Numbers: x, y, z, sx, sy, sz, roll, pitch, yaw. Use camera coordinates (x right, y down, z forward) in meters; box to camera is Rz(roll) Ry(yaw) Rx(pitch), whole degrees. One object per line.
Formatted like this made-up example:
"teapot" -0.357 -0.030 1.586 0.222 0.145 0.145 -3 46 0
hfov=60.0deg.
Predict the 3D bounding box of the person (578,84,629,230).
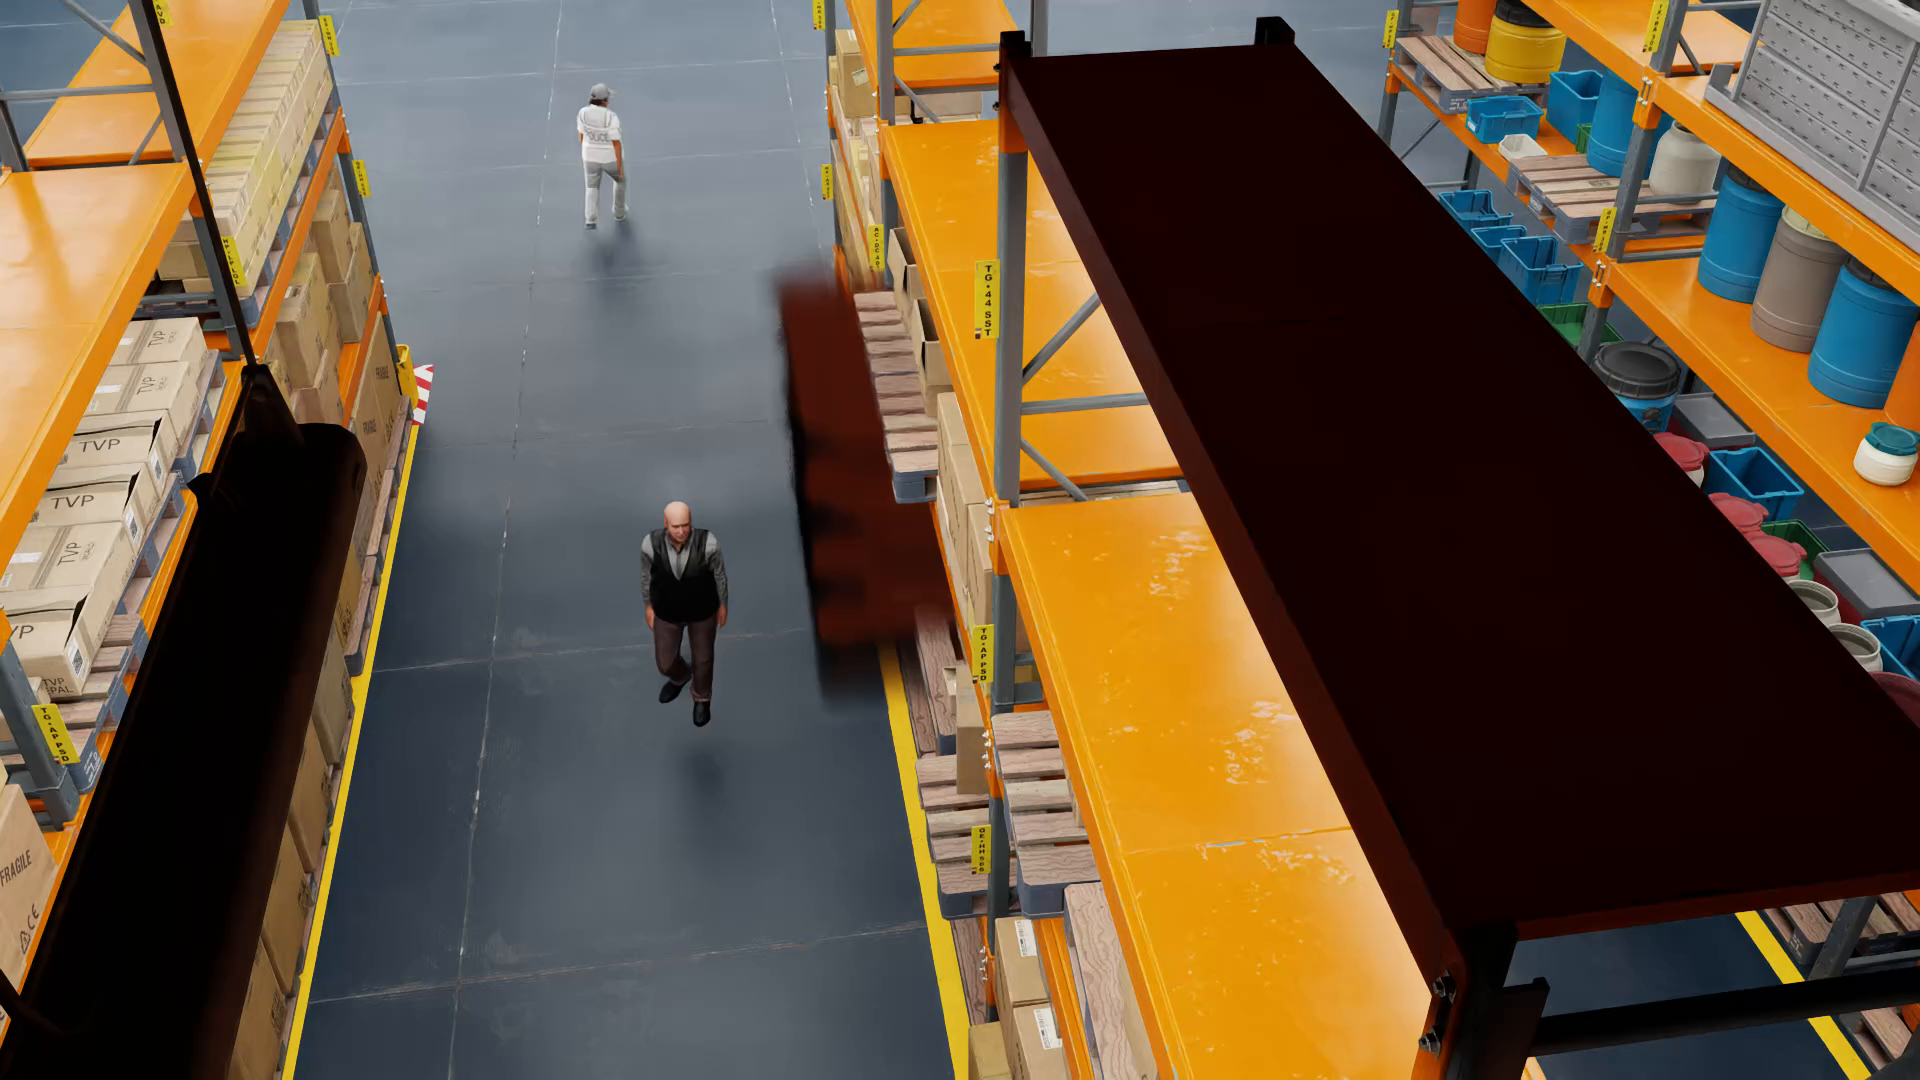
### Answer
"person" -3.772 -4.061 17.614 0.487 1.607 0.841 3 36 4

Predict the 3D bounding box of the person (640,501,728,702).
"person" -1.790 0.423 10.882 0.555 1.666 0.422 -3 36 -4
